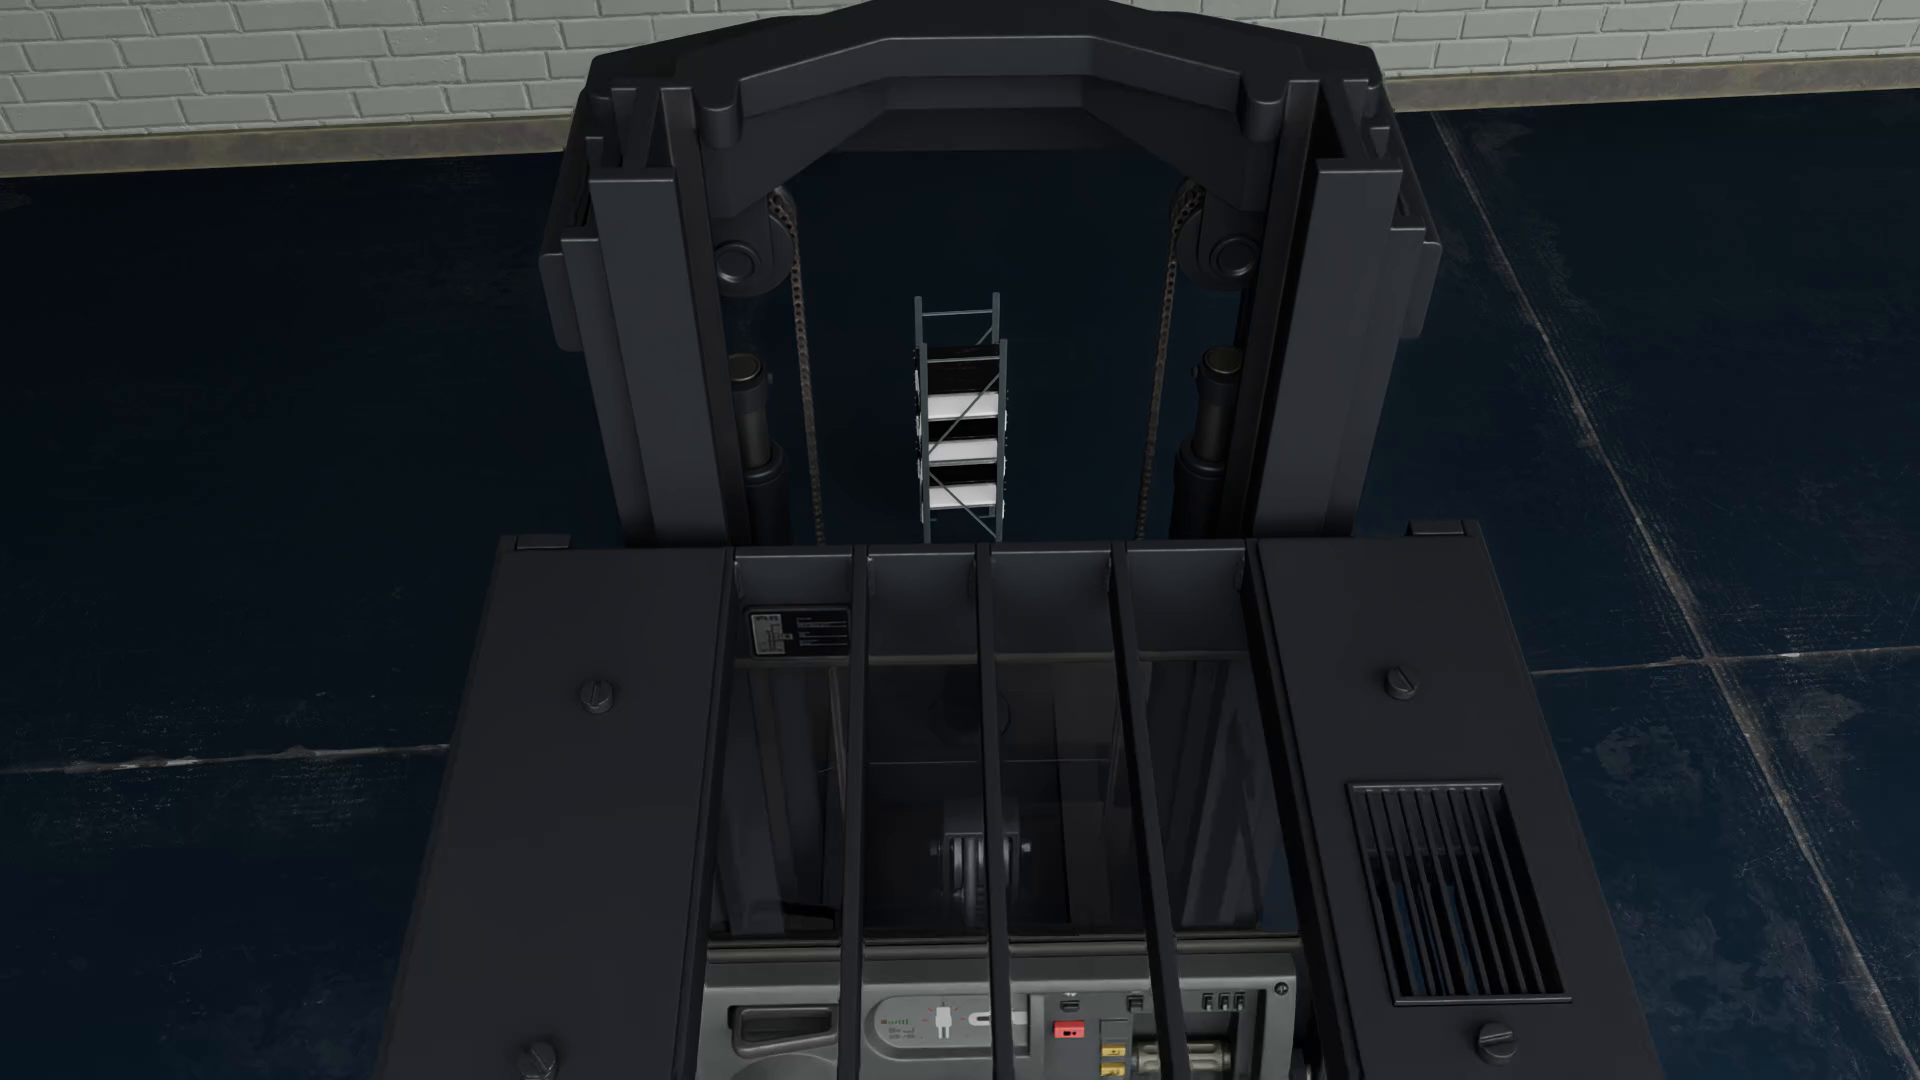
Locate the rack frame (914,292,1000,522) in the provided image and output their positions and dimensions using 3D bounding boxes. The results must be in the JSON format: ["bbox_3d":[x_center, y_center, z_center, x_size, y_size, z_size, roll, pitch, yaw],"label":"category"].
[{"bbox_3d":[-0.008,-0.377,4.987,0.240,0.900,0.006,-3,47,-3],"label":"rack frame"}]

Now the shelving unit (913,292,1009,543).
[{"bbox_3d":[0.001,-0.304,4.918,0.258,0.900,0.210,-3,47,-3],"label":"shelving unit"}]

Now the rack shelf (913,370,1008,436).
[{"bbox_3d":[0.001,-0.404,4.811,0.258,0.077,0.200,-3,47,-3],"label":"rack shelf"}]

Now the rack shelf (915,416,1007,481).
[{"bbox_3d":[0.001,-0.281,4.942,0.258,0.077,0.200,-3,47,-3],"label":"rack shelf"}]

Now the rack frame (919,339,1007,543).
[{"bbox_3d":[0.009,-0.230,4.848,0.240,0.900,0.006,-3,47,-3],"label":"rack frame"}]

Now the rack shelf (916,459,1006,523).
[{"bbox_3d":[0.001,-0.157,5.073,0.258,0.077,0.200,-3,47,-3],"label":"rack shelf"}]

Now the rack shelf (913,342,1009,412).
[{"bbox_3d":[0.001,-0.466,4.746,0.258,0.077,0.200,-3,47,-3],"label":"rack shelf"}]

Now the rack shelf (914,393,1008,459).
[{"bbox_3d":[0.001,-0.343,4.877,0.258,0.077,0.200,-3,47,-3],"label":"rack shelf"}]

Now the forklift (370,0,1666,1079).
[{"bbox_3d":[0.042,0.914,2.366,1.130,2.935,3.031,-1,47,-1],"label":"forklift"}]

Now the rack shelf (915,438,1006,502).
[{"bbox_3d":[0.001,-0.219,5.007,0.258,0.077,0.200,-3,47,-3],"label":"rack shelf"}]
